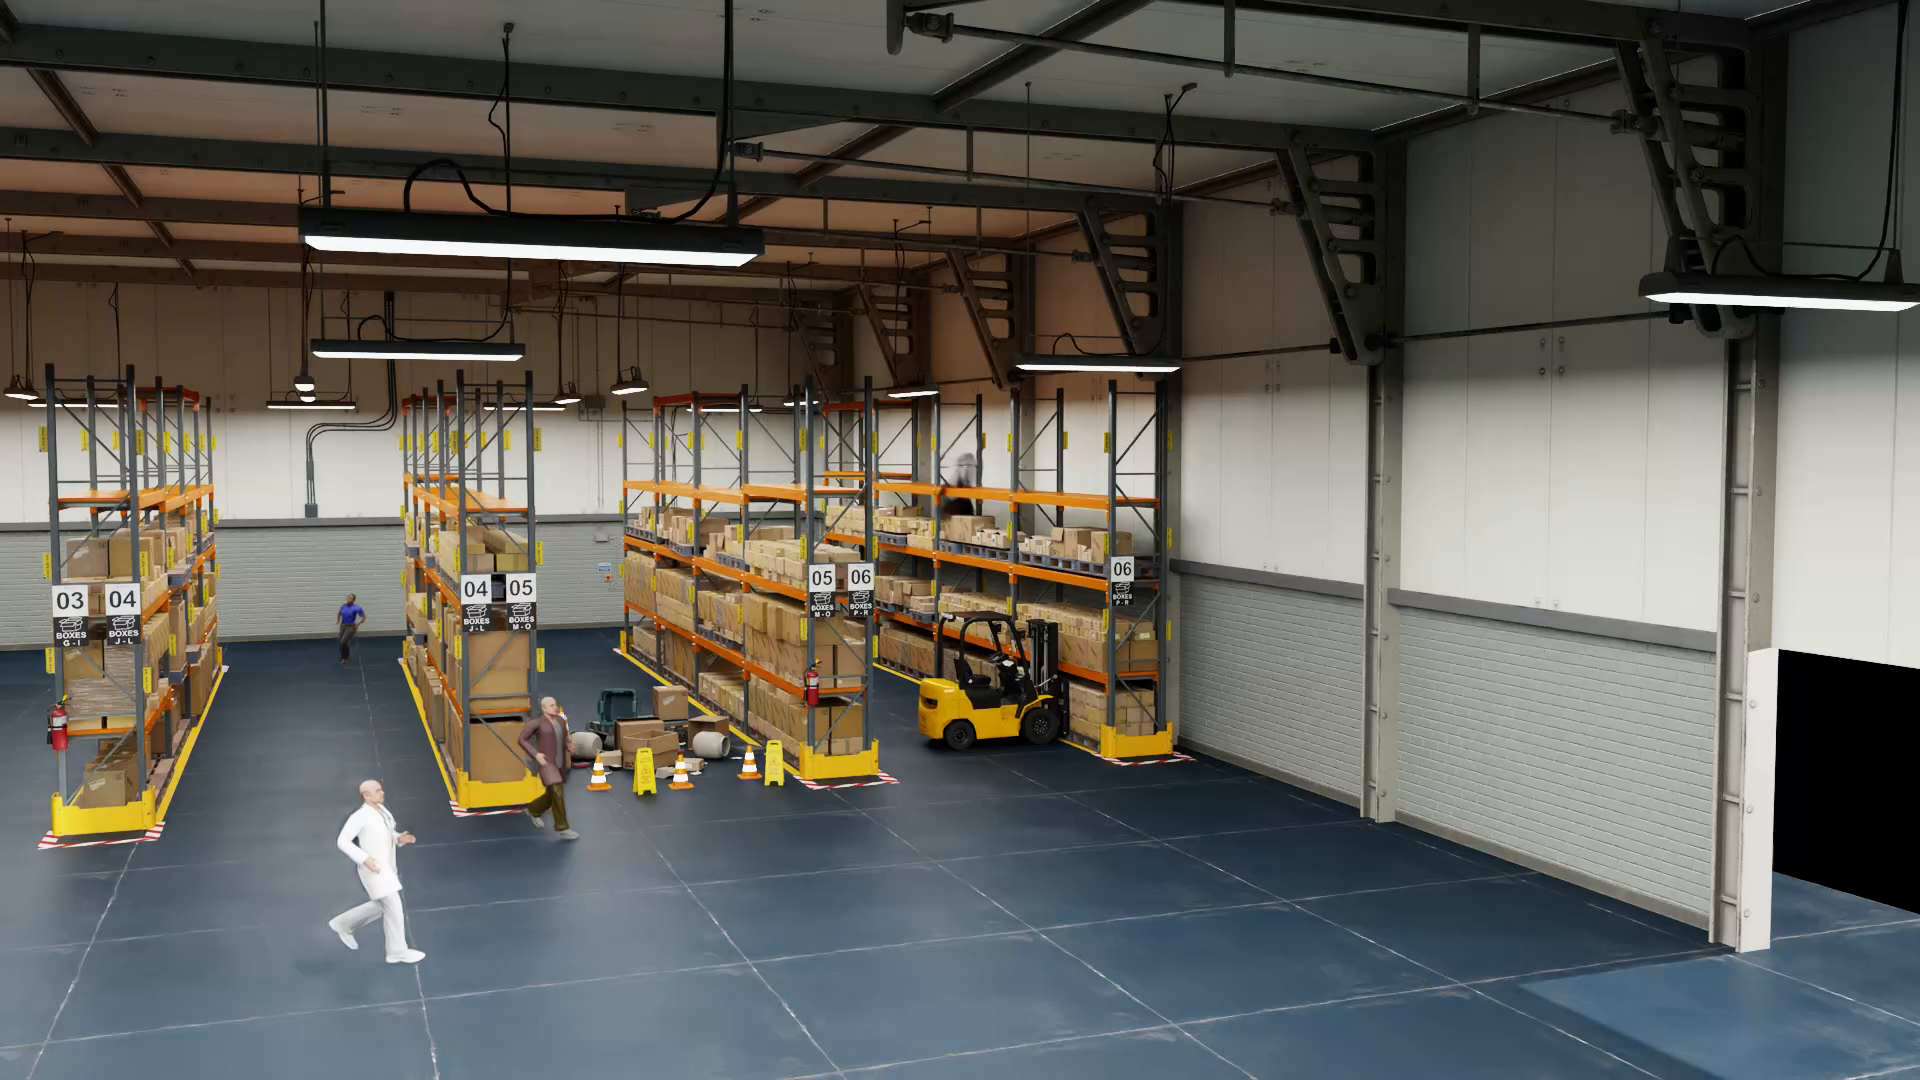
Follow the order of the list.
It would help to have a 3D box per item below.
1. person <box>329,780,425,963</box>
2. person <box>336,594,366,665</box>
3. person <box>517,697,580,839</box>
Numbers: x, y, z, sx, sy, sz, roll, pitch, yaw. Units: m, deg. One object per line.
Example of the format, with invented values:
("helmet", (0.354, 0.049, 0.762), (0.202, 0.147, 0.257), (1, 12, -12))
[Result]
("person", (-5.641, 3.182, 16.008), (0.979, 1.752, 0.719), (0, 3, 3))
("person", (-13.774, 2.017, 37.435), (0.683, 1.626, 0.560), (1, 3, 15))
("person", (-5.203, 2.859, 21.039), (0.976, 1.764, 0.718), (2, 4, 30))
